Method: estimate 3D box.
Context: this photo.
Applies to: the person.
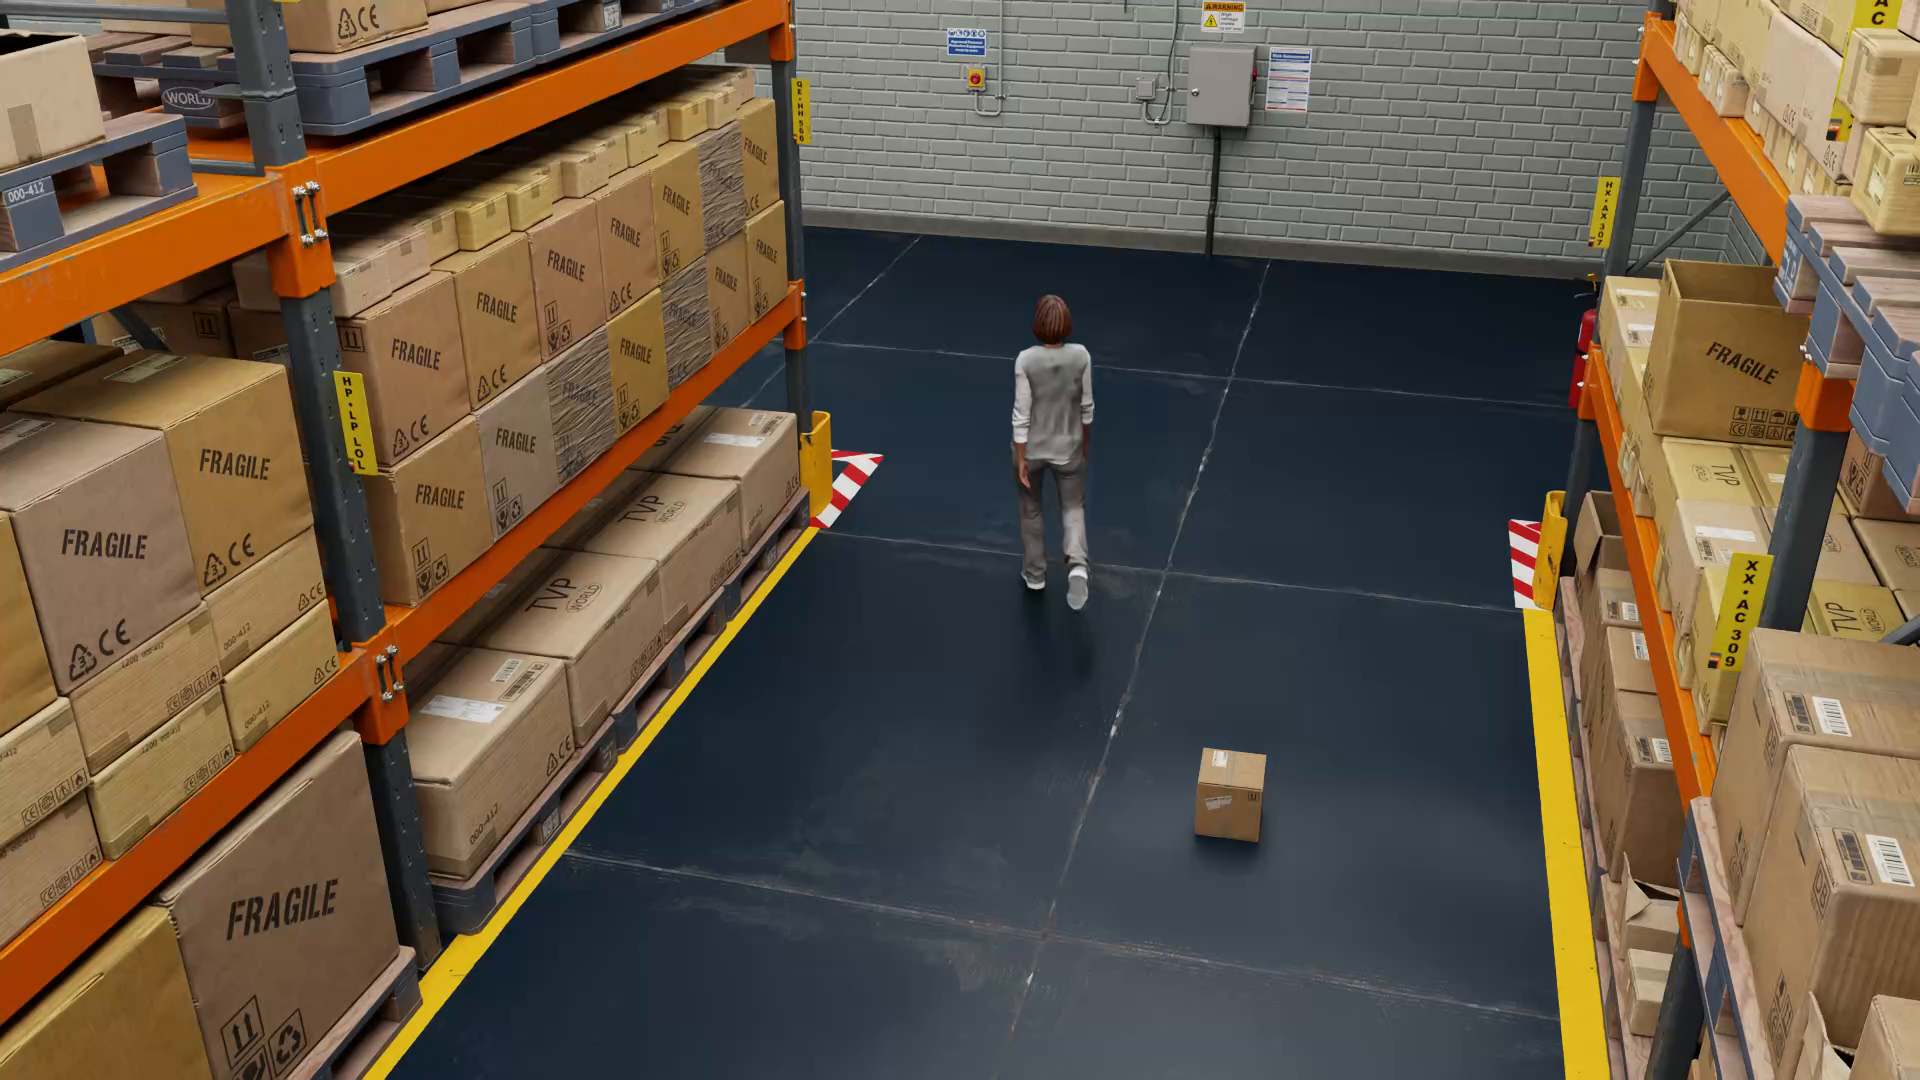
[{"bbox_3d":[0.443,-0.407,7.941,0.400,1.570,0.717,-2,26,-4],"label":"person"}]
